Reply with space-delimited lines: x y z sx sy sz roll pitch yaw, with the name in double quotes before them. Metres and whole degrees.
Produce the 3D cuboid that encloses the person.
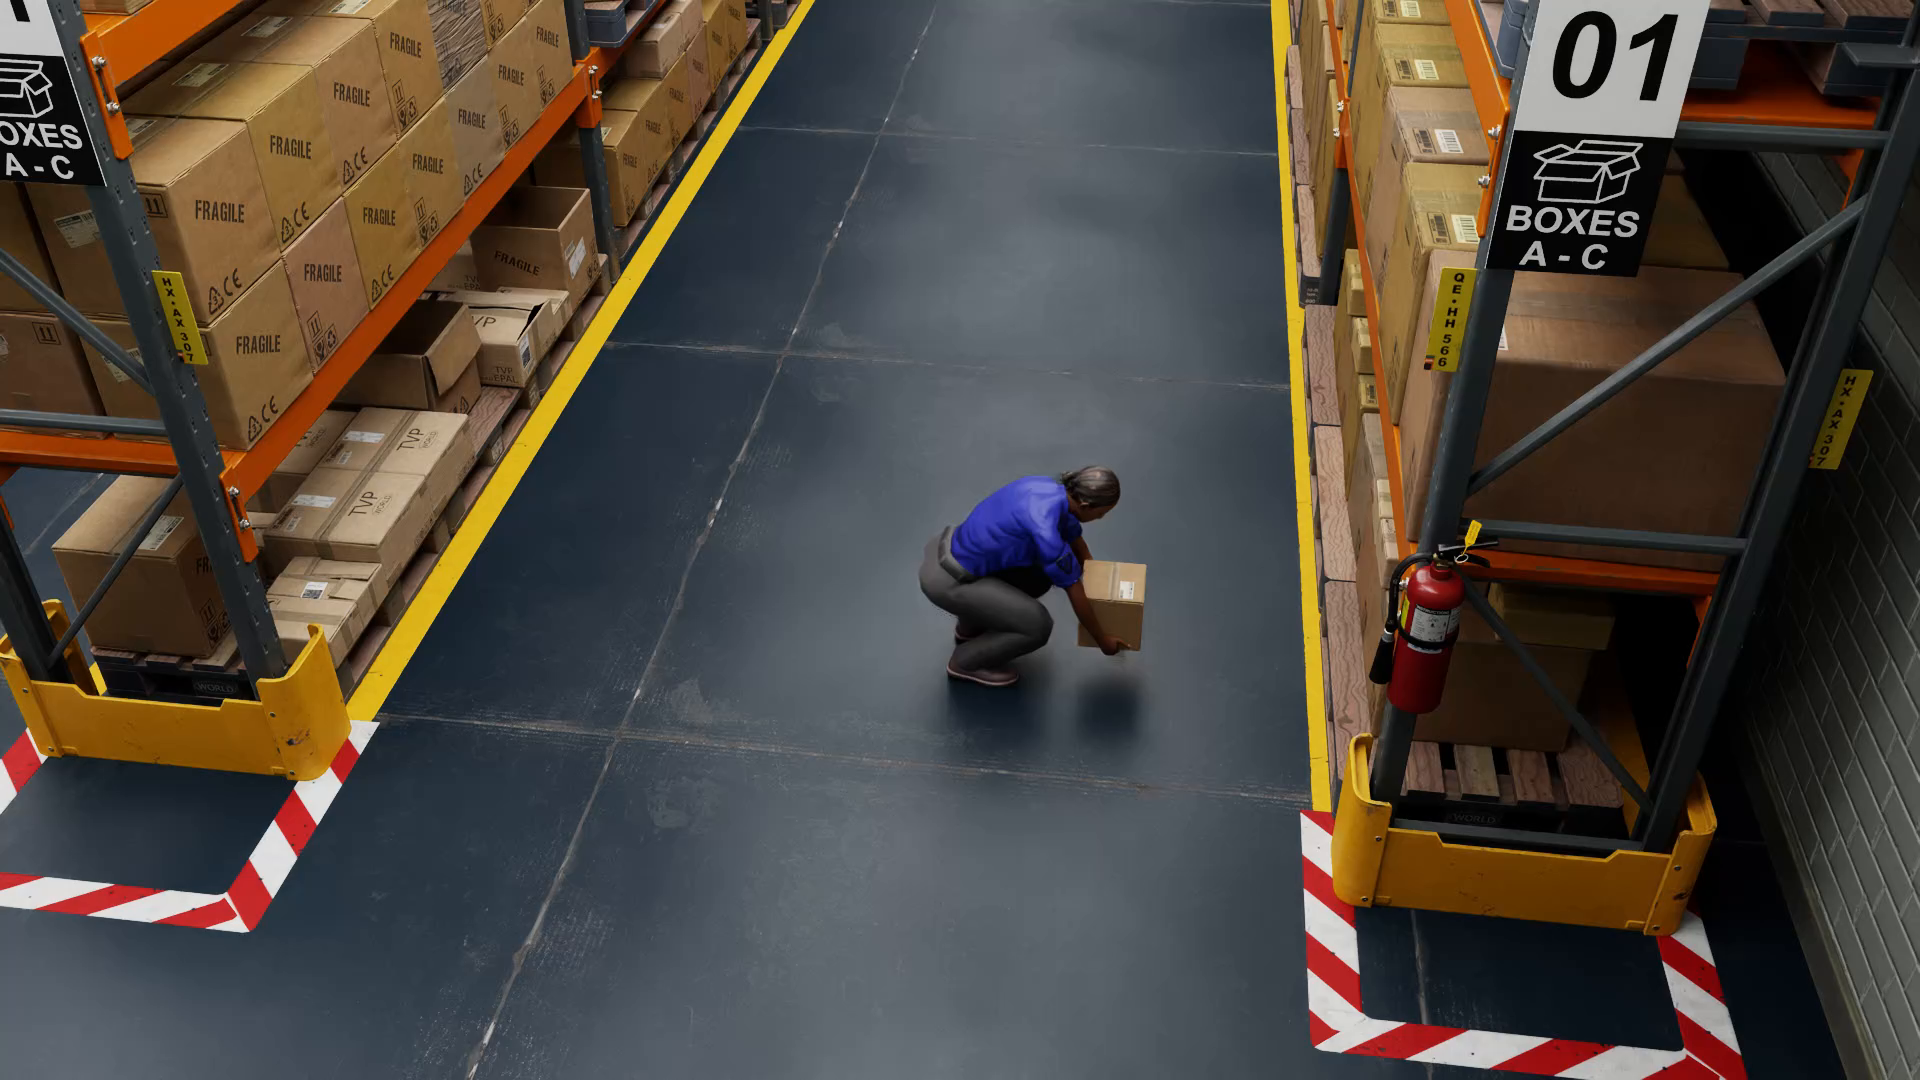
"person" 0.271 0.122 6.606 0.860 0.939 0.459 4 36 5
